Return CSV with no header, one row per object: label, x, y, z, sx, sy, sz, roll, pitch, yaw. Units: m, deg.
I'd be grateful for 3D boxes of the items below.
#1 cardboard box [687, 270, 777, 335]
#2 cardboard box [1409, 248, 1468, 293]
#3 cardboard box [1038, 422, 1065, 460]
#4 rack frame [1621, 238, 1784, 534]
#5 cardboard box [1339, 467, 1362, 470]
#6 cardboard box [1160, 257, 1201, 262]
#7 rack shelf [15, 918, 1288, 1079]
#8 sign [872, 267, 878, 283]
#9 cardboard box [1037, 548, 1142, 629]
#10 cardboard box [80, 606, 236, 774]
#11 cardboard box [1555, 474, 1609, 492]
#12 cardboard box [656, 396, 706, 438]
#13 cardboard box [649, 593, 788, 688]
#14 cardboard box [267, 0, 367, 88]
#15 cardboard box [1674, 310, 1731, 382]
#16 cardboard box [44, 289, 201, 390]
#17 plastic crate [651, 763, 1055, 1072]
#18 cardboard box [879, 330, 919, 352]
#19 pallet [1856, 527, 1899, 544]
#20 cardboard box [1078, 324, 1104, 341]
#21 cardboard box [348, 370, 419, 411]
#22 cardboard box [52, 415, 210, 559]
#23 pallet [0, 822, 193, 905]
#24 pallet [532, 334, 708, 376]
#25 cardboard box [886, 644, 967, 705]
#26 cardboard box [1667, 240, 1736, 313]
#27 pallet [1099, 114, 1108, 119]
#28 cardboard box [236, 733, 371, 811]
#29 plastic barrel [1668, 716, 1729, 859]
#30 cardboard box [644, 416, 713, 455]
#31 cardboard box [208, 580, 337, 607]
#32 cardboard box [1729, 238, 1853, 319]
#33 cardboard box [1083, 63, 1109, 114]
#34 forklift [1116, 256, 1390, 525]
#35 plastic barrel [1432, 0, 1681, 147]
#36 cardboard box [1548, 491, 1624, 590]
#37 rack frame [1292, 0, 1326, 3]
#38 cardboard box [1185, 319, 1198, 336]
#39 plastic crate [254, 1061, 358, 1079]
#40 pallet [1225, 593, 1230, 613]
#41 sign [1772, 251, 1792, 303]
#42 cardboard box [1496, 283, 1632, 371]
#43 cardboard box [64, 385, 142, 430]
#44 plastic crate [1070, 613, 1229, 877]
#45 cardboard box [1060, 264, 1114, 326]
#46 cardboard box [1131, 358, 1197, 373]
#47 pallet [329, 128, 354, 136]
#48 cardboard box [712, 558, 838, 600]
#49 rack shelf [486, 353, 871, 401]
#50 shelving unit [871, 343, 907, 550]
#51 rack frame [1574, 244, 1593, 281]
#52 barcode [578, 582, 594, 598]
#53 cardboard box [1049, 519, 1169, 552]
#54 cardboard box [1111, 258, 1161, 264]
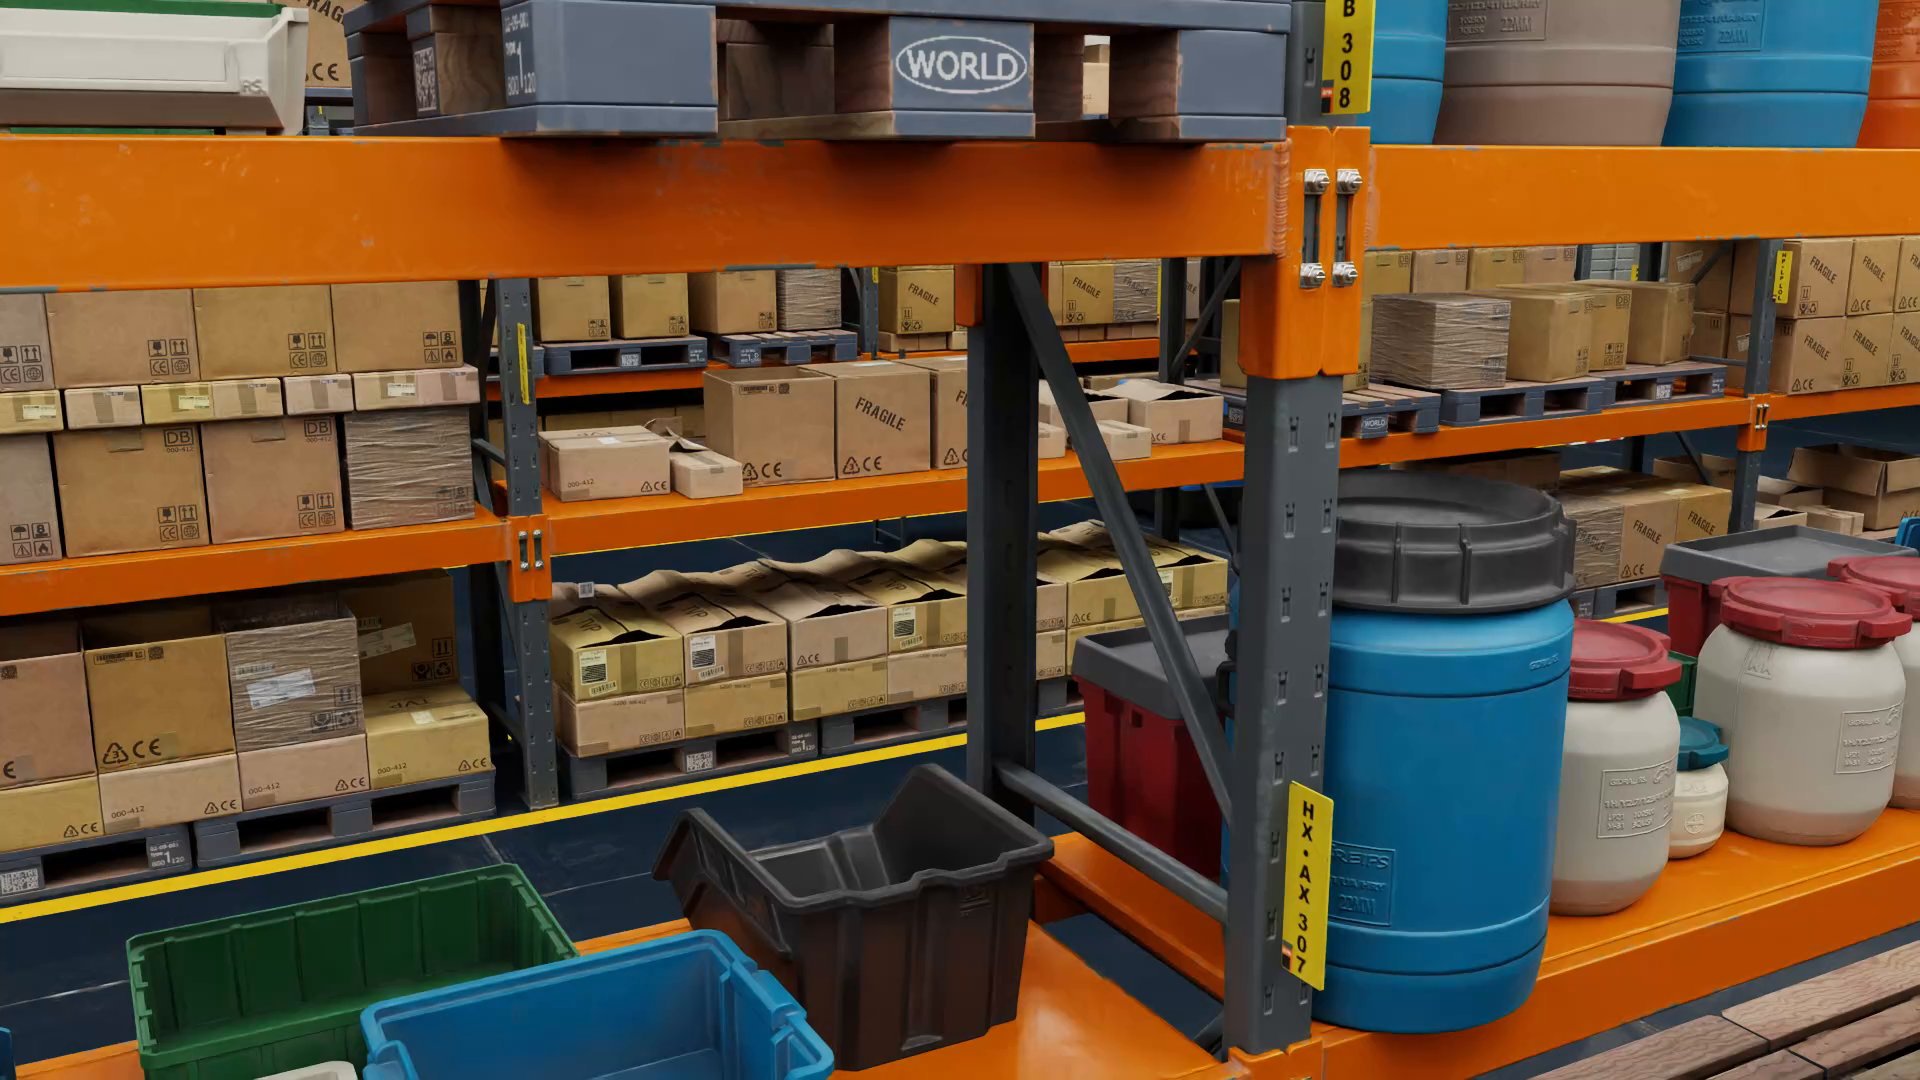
cardboard box,-1.817,-1.894,12.963,0.500,0.500,0.700,-8,15,-33
cardboard box,4.340,-2.521,16.297,0.700,0.700,0.980,-8,15,-31
cardboard box,0.352,-0.524,8.678,0.250,0.149,0.380,-6,14,-24
rack frame,4.956,-1.213,11.165,0.127,3.000,1.000,-7,14,-28
cardboard box,2.201,-0.303,10.107,0.500,0.250,0.500,-6,14,-26
cardboard box,1.838,-2.586,14.609,0.500,0.250,0.500,-6,14,-27
rack shelf,-1.452,1.145,2.326,4.000,0.370,1.077,-7,14,-28
sign,-0.664,-2.169,12.957,0.005,0.325,0.100,-7,14,-28
cardboard box,0.650,0.230,8.785,0.500,0.311,0.500,-7,14,-29
cardboard box,-3.250,0.594,6.734,0.500,0.500,0.500,-7,14,-28
cardboard box,3.951,-0.145,11.115,0.500,0.500,0.500,-7,14,-27
cardboard box,-2.069,-0.973,13.085,0.500,0.250,0.500,-7,14,-27
cardboard box,-1.142,0.445,7.829,0.500,0.311,0.500,-7,14,-29
cardboard box,-2.635,-2.154,7.014,0.500,0.500,0.500,-6,14,-23
cardboard box,5.271,-1.363,11.607,0.500,0.500,0.500,-7,14,-27
cardboard box,-3.335,-0.899,6.588,0.500,0.500,0.700,-7,14,-28
plastic crate,-0.217,0.645,3.053,0.504,0.338,0.767,-7,14,-28
cardboard box,-0.532,-1.623,13.516,0.250,0.149,0.380,-7,14,-29
pallet,6.631,-0.053,12.366,1.213,0.211,1.003,-7,14,-28
cardboard box,1.043,-1.813,14.359,0.250,0.149,0.380,-6,14,-26
cardboard box,-2.420,-0.641,6.919,0.250,0.149,0.380,-7,15,-29
cardboard box,-3.355,-0.263,6.718,0.500,0.500,0.700,-7,14,-27
pallet,-3.856,1.194,6.821,1.213,0.211,1.003,-7,14,-28
pallet,-2.650,-1.436,12.596,1.213,0.211,1.003,-7,14,-28
cardboard box,-0.244,0.609,8.377,0.500,0.250,0.500,-7,14,-27
cardboard box,5.275,-1.852,11.502,0.500,0.500,0.500,-7,14,-28
pallet,0.892,-2.074,8.593,1.003,0.211,1.213,-6,14,-25
cardboard box,-2.812,0.907,7.052,0.500,0.250,0.500,-7,14,-28
plastic barrel,1.539,0.542,3.685,0.301,0.262,0.301,0,13,0
cardboard box,-1.382,-0.433,8.008,0.258,0.266,0.396,-7,15,-29
cardboard box,-3.058,0.442,7.410,0.500,0.500,0.500,-7,14,-28
cardboard box,5.504,-1.744,11.024,0.500,0.500,0.500,-6,14,-26
cardboard box,0.622,-2.270,8.415,0.500,0.250,0.500,-6,14,-26
forklift,2.789,-1.765,13.778,3.031,2.935,1.130,-7,15,-29
plastic barrel,1.220,-1.288,3.527,0.600,0.901,0.600,0,13,0
cardboard box,3.782,0.003,10.457,0.500,0.500,0.500,-7,14,-27
rack frame,0.304,-2.343,2.523,0.127,3.000,1.000,-7,14,-28
cardboard box,1.959,-1.914,14.810,0.250,0.149,0.380,-6,14,-26
plastic crate,-1.000,0.932,2.235,0.437,0.136,0.530,-7,14,-28
pallet,2.118,0.497,9.918,1.213,0.211,1.003,-7,14,-28
sign,5.225,-1.671,10.564,0.005,0.325,0.100,-7,14,-28
cardboard box,3.859,-1.375,10.702,0.500,0.500,0.700,-4,13,-19
cardboard box,-3.317,-0.533,6.440,0.250,0.149,0.380,-6,14,-26
plastic crate,0.582,0.443,3.663,0.583,0.464,0.402,-7,14,-28
cardboard box,0.970,-2.113,14.215,0.500,0.500,0.500,-6,14,-26
cardboard box,2.071,-1.229,15.180,0.750,0.750,0.750,-7,14,-27
pallet,-3.850,-2.741,11.554,1.003,0.211,1.213,-7,14,-28
cardboard box,-0.955,0.286,8.534,0.500,0.311,0.500,-7,14,-28
rack shelf,-2.688,-1.185,12.679,4.000,0.370,1.077,-7,14,-28
shelving unit,-0.075,-0.723,12.405,1.048,1.500,0.538,-7,14,-28
rack frame,6.090,-2.588,17.275,0.127,3.000,1.000,-7,14,-28
barcode,-1.643,0.219,7.309,0.075,0.075,0.001,-7,14,-28
cardboard box,0.844,0.070,9.496,0.500,0.311,0.500,-6,14,-26
cardboard box,1.390,-2.532,14.370,0.500,0.250,0.500,-7,14,-27
